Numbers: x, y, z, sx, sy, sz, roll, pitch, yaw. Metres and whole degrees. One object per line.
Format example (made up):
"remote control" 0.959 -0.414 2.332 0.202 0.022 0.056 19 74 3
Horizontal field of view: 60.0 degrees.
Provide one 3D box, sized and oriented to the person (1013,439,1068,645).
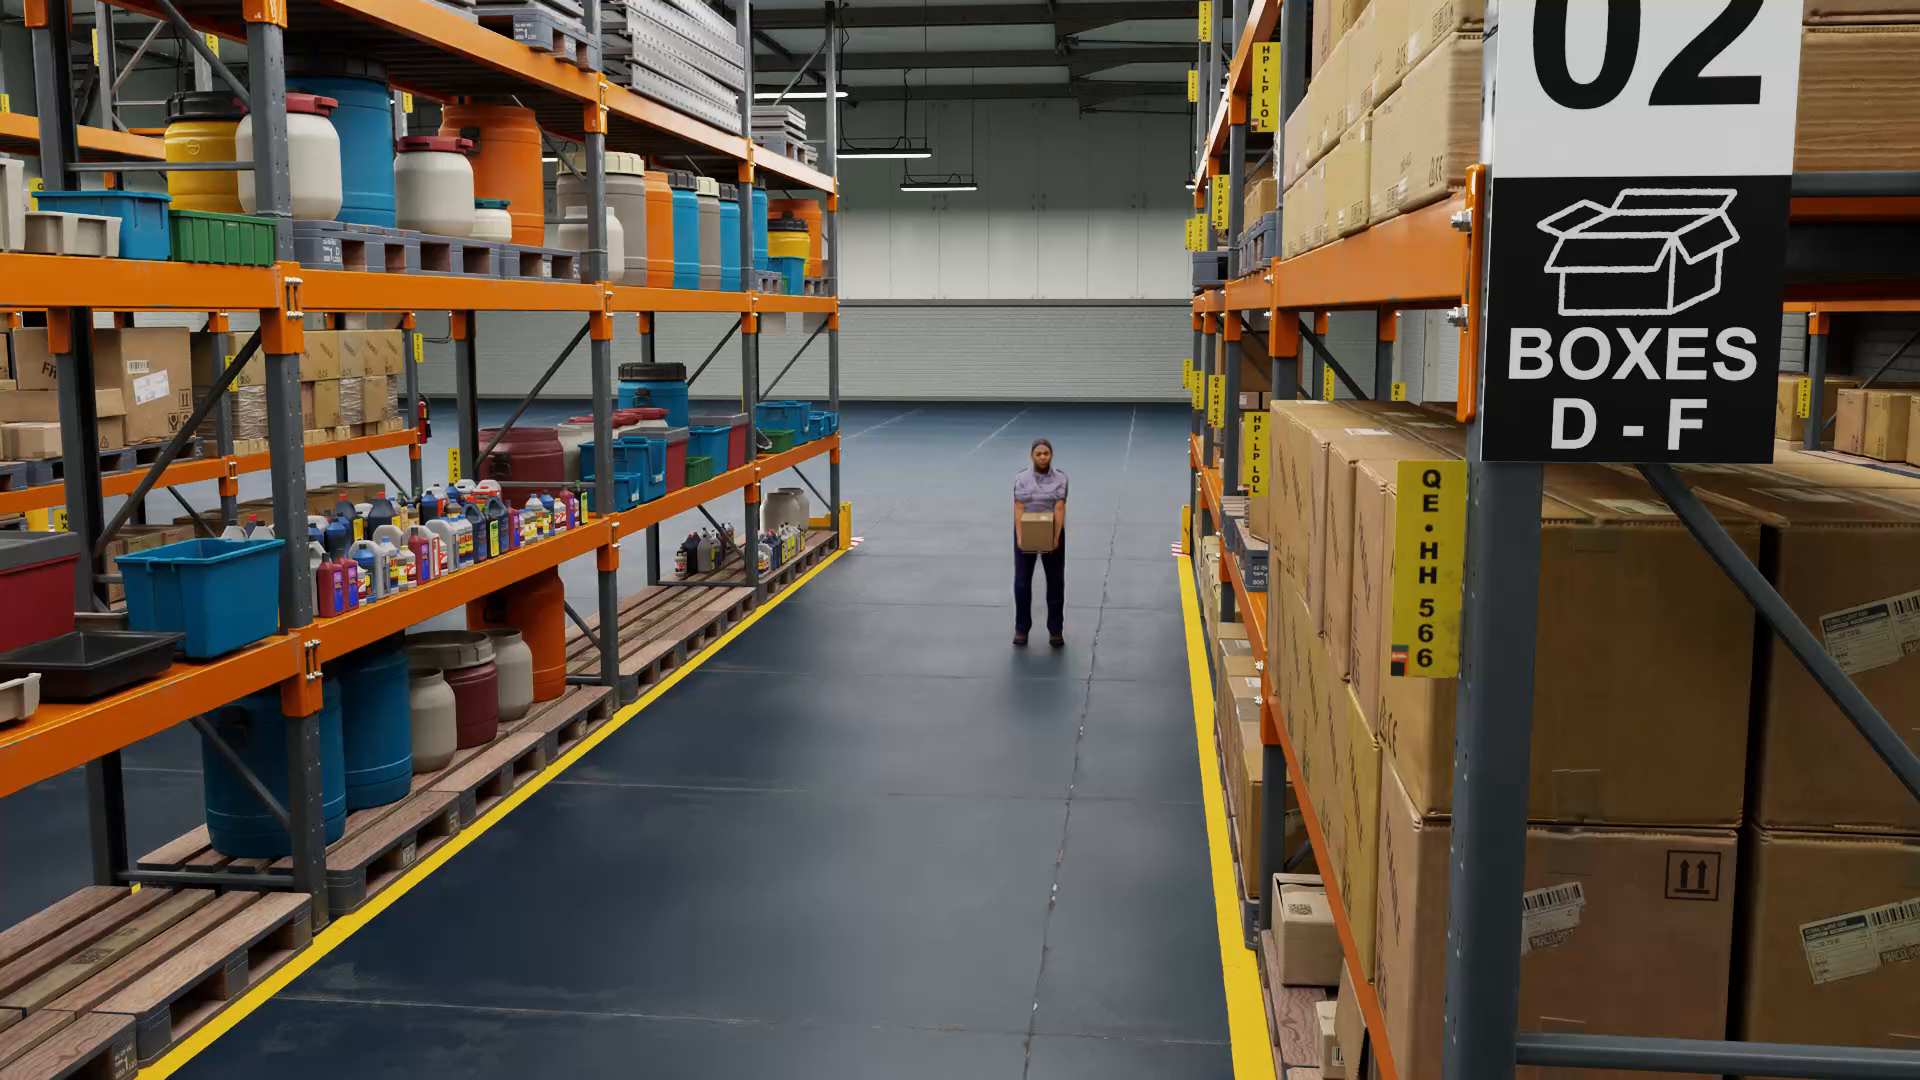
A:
"person" 0.638 0.019 13.261 0.435 1.644 0.540 1 8 5
